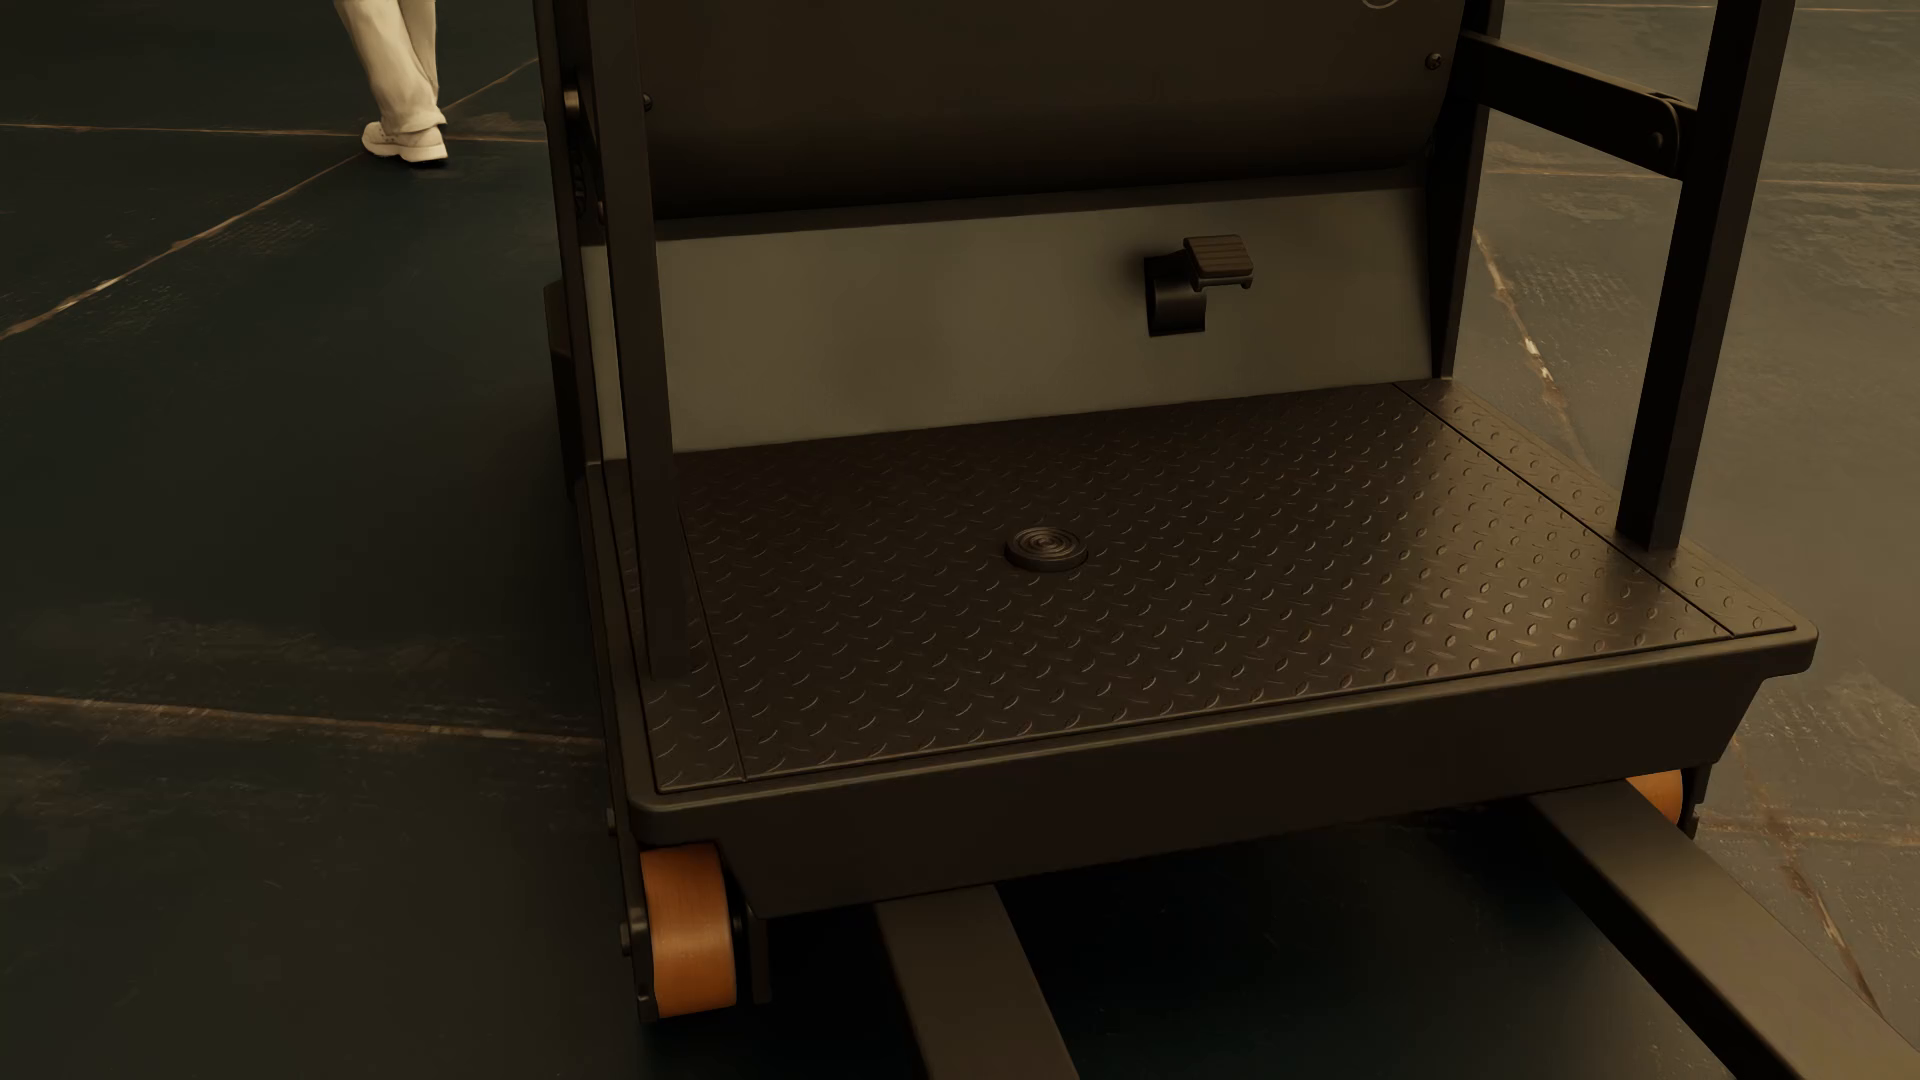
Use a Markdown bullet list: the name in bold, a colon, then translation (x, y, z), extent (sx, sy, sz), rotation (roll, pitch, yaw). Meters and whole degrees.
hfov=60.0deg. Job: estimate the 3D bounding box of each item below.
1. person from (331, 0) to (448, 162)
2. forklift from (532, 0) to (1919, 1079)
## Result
- **person**: translation (-1.590, -1.946, 4.476), extent (1.034, 1.773, 0.788), rotation (-21, 33, -36)
- **forklift**: translation (0.153, -1.049, 1.319), extent (1.130, 2.935, 3.031), rotation (-7, 27, -13)
